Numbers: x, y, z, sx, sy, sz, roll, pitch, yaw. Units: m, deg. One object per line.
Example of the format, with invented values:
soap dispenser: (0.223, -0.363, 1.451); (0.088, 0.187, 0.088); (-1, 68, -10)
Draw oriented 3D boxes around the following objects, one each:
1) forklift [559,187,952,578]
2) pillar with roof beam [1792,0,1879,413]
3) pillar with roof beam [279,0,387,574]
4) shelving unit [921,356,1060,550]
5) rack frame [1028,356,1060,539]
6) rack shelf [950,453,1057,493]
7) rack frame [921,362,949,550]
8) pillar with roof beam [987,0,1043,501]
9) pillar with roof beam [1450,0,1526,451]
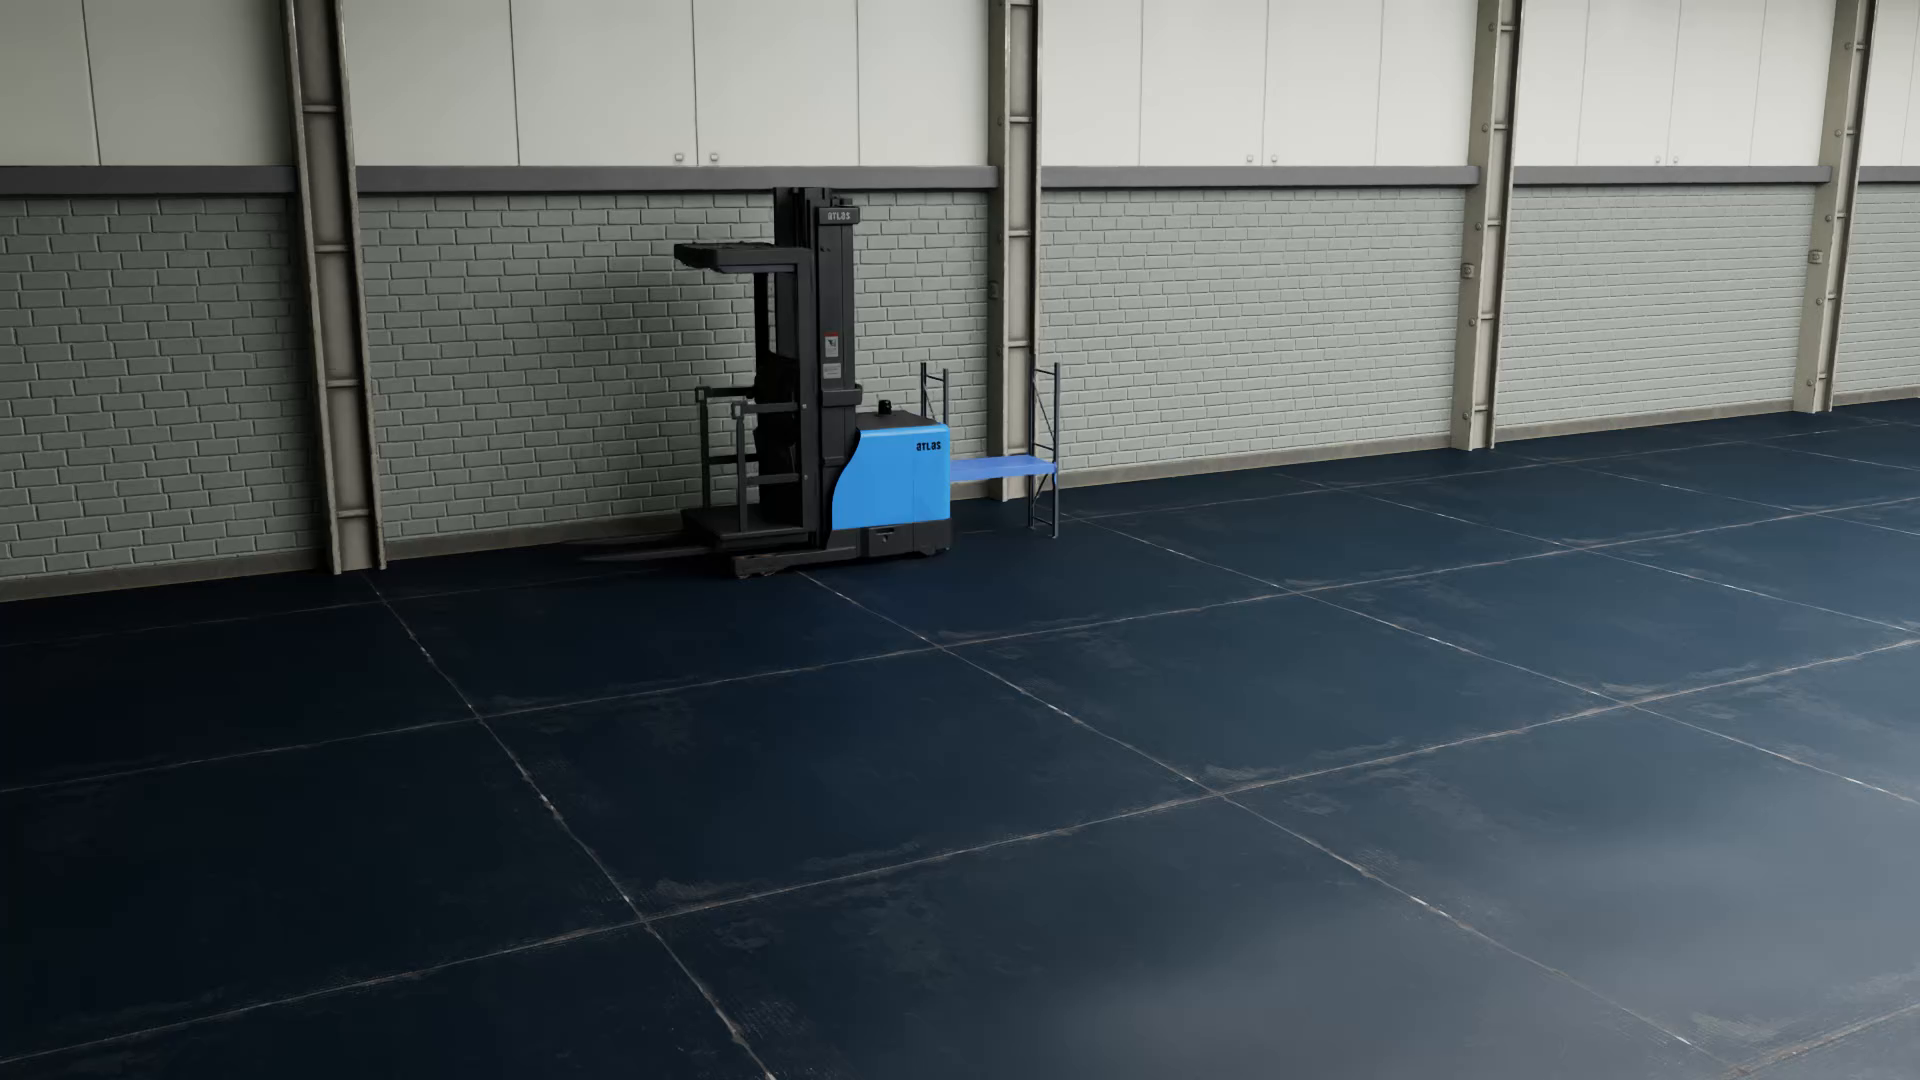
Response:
forklift: (-1.628, -1.266, 13.057); (3.031, 2.935, 1.130); (-6, 14, -24)
pillar with roof beam: (13.096, -5.237, 16.882); (0.400, 9.000, 9.100); (-7, 14, -28)
pillar with roof beam: (-2.703, -3.343, 8.468); (0.400, 9.000, 9.100); (-7, 14, -28)
shelving unit: (0.253, -0.748, 14.018); (1.048, 1.500, 0.538); (-6, 14, -24)
rack frame: (0.715, -0.795, 14.225); (0.032, 1.500, 0.500); (-6, 14, -24)
rack shelf: (0.253, -0.573, 14.058); (1.000, 0.185, 0.538); (-6, 14, -24)
rack frame: (-0.208, -0.702, 13.811); (0.032, 1.500, 0.500); (-6, 14, -24)
pillar with roof beam: (2.563, -3.974, 11.273); (0.400, 9.000, 9.100); (-7, 14, -28)
pillar with roof beam: (7.830, -4.605, 14.077); (0.400, 9.000, 9.100); (-7, 14, -28)
